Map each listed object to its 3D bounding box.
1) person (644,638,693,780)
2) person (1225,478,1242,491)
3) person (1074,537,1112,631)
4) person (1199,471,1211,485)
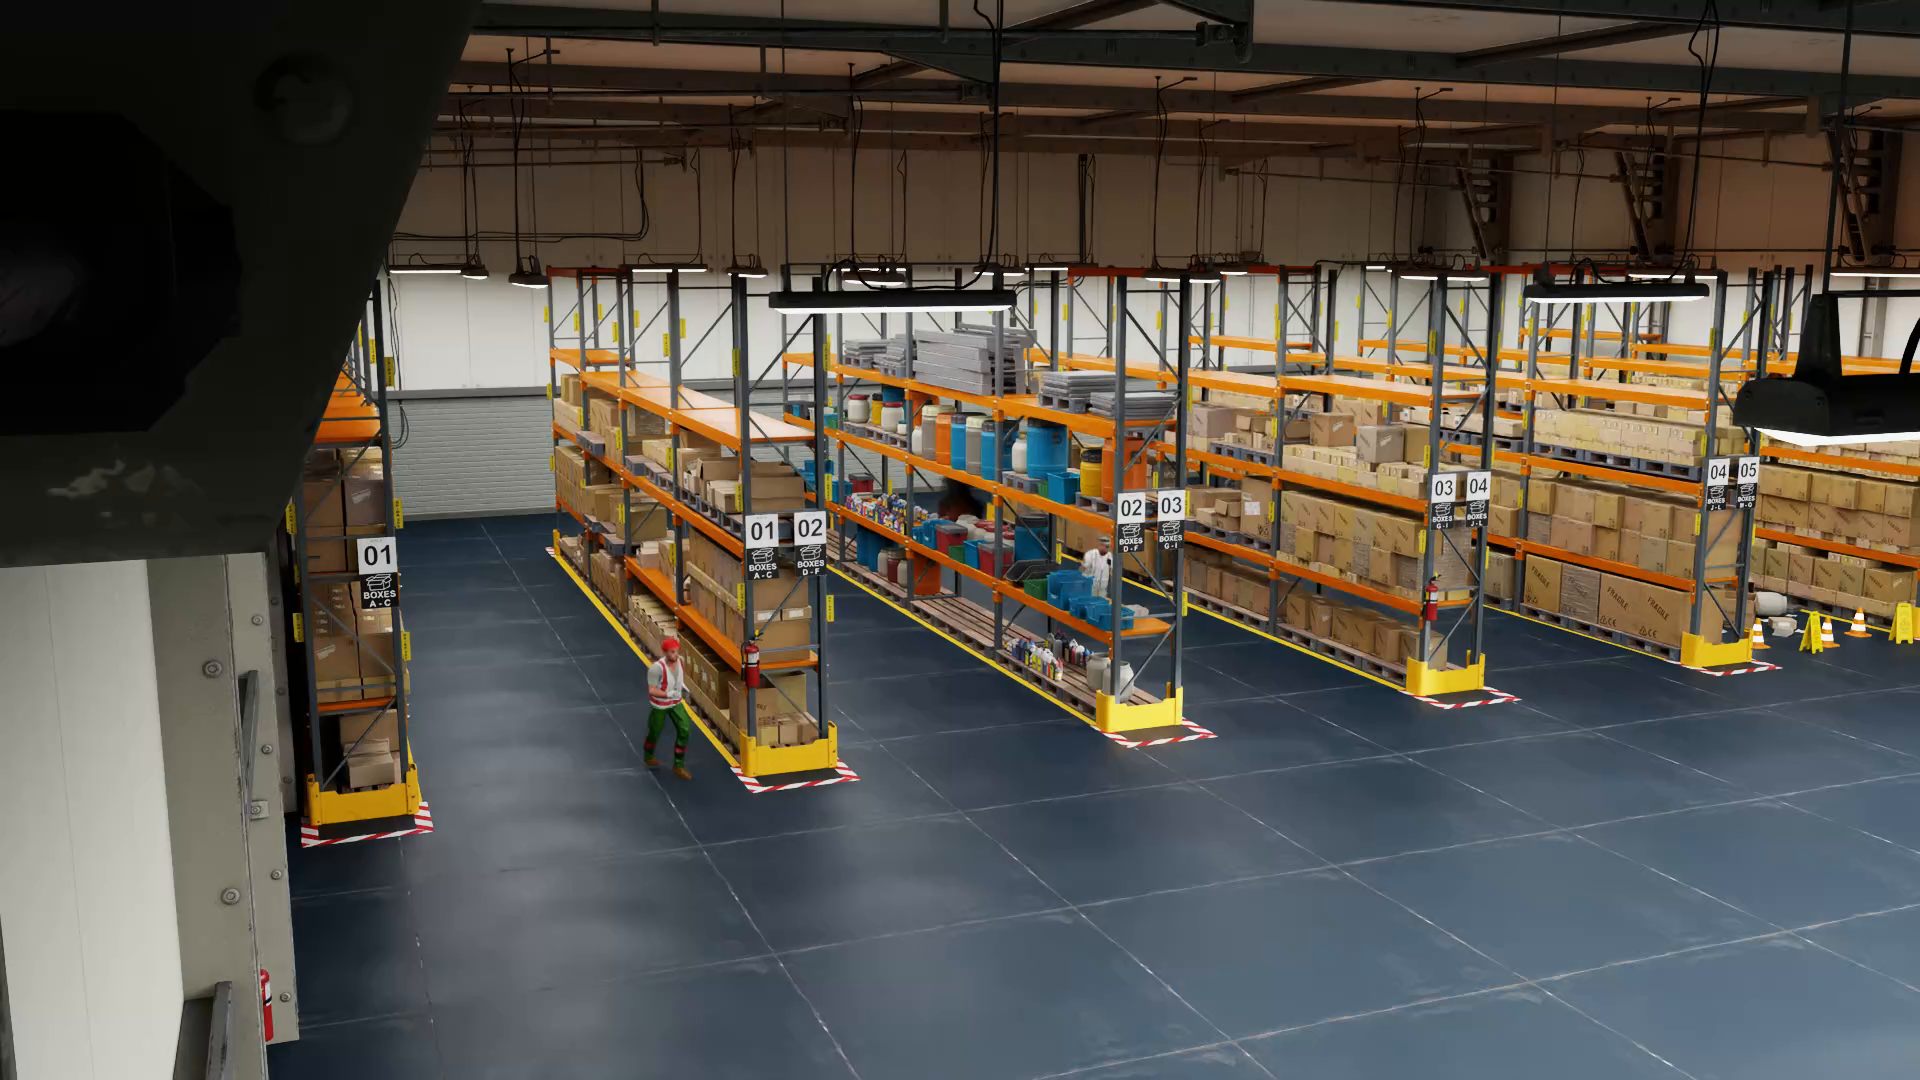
[{"bbox_3d":[-3.536,2.005,20.138,0.691,1.751,0.968,-8,13,-38],"label":"person"},{"bbox_3d":[6.919,-1.635,41.313,0.655,1.710,0.619,1,10,8],"label":"person"},{"bbox_3d":[2.264,0.740,27.556,0.665,1.647,0.668,-3,10,-19],"label":"person"},{"bbox_3d":[6.515,-2.026,43.711,0.619,1.602,0.642,5,11,25],"label":"person"}]
